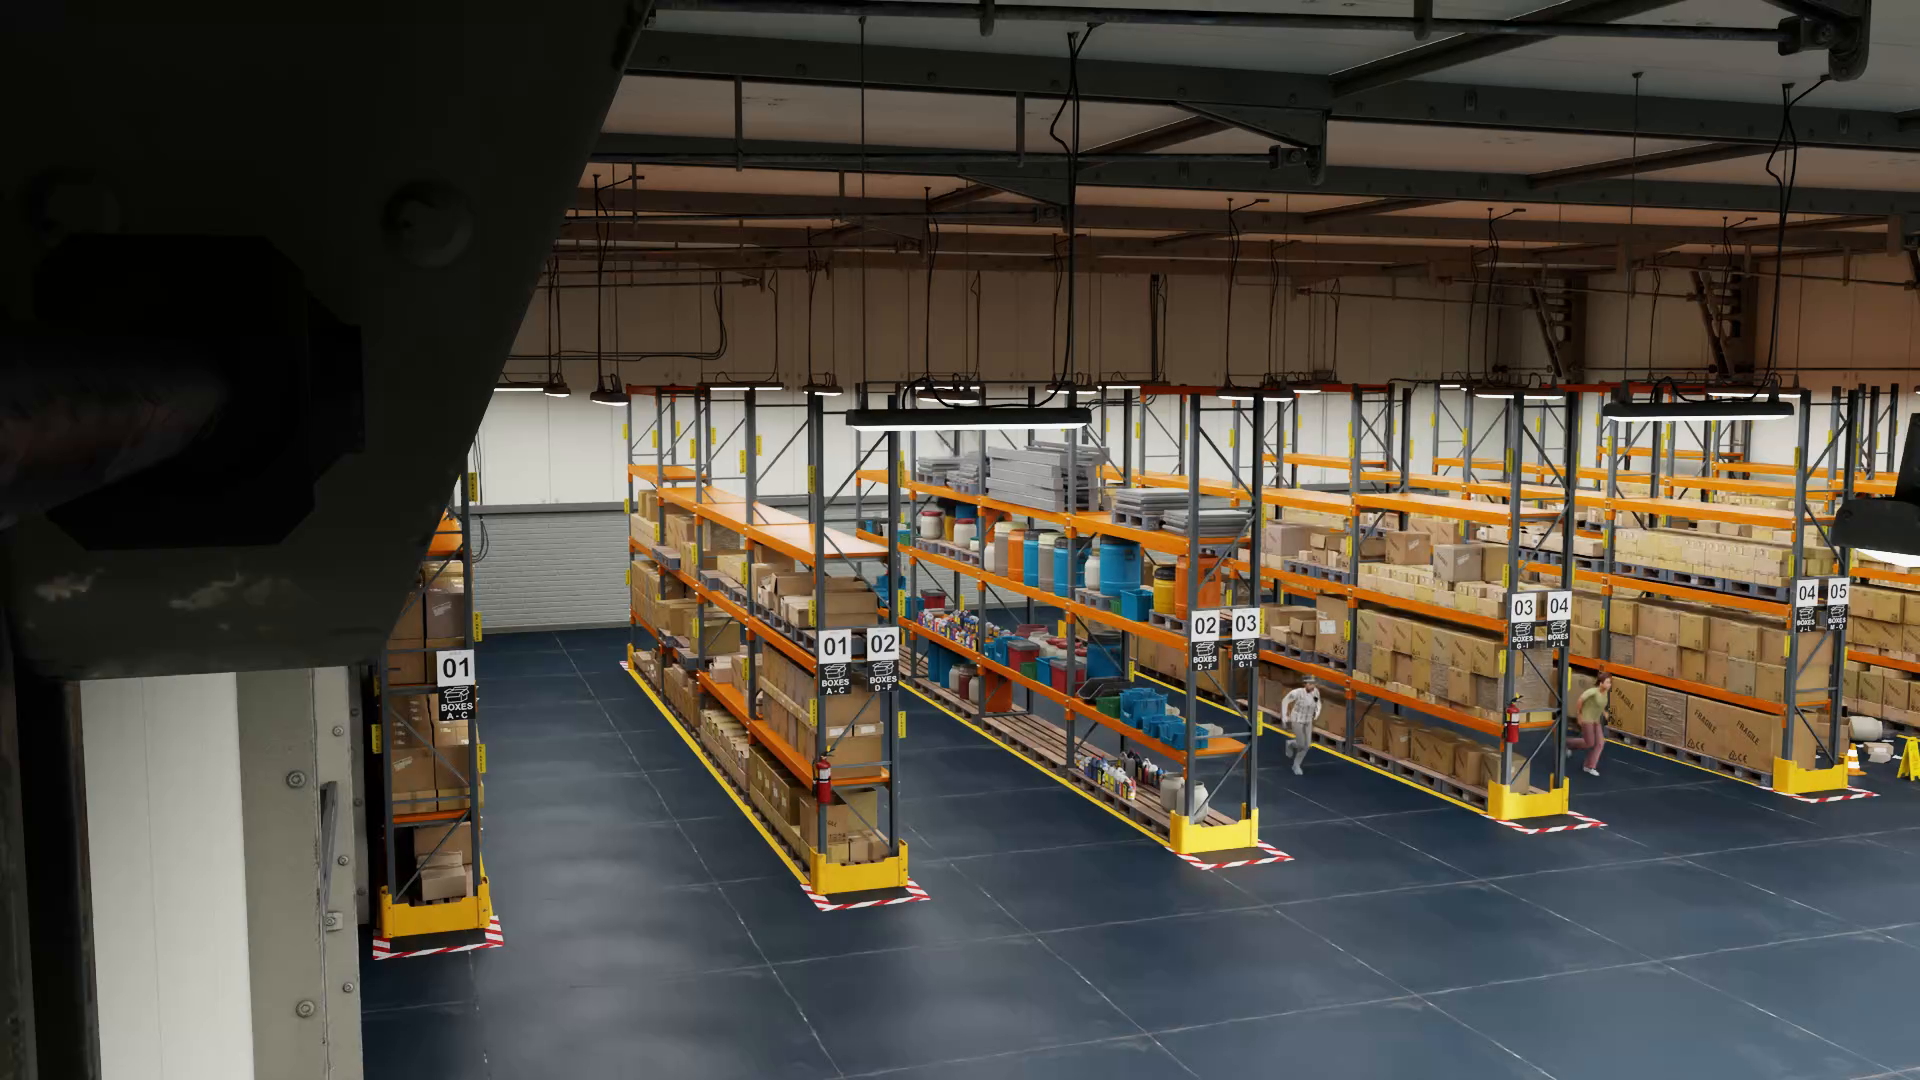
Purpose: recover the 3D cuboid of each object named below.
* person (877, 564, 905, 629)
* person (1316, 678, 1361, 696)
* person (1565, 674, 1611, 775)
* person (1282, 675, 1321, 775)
[{"bbox_3d":[-1.819,1.418,39.949,1.019,1.694,0.702,-1,6,-6],"label":"person"},{"bbox_3d":[7.466,2.131,32.495,0.919,1.758,0.749,-1,6,-6],"label":"person"},{"bbox_3d":[9.867,2.861,26.168,0.577,1.610,0.790,-5,8,-38],"label":"person"},{"bbox_3d":[5.351,2.862,26.062,0.608,1.619,0.690,-2,6,-22],"label":"person"}]
